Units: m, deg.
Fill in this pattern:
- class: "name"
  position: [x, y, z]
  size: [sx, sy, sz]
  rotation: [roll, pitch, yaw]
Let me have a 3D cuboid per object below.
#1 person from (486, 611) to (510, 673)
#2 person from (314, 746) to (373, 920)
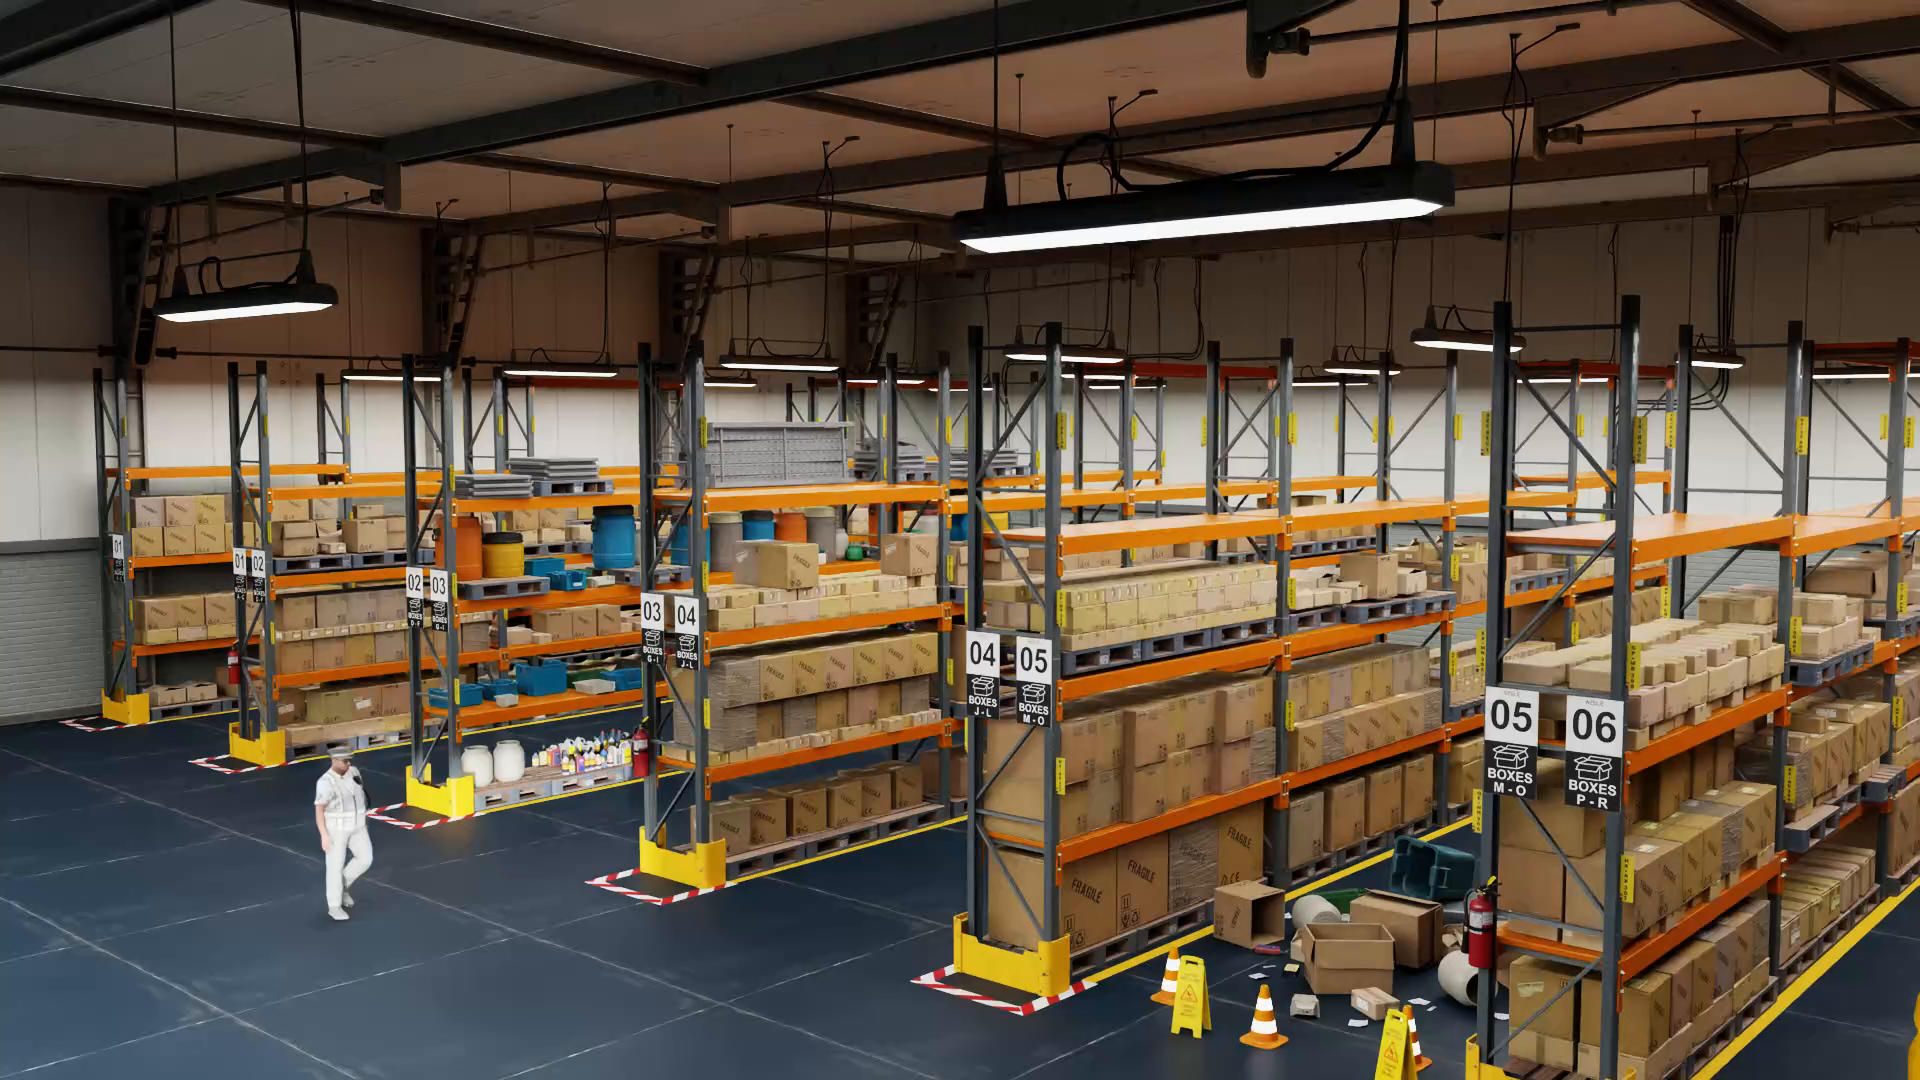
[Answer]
- class: "person"
  position: [-8.376, 2.120, 30.041]
  size: [0.463, 1.683, 0.328]
  rotation: [-3, 5, -37]
- class: "person"
  position: [-6.440, 3.012, 17.344]
  size: [0.583, 1.763, 0.650]
  rotation: [3, 5, 31]
